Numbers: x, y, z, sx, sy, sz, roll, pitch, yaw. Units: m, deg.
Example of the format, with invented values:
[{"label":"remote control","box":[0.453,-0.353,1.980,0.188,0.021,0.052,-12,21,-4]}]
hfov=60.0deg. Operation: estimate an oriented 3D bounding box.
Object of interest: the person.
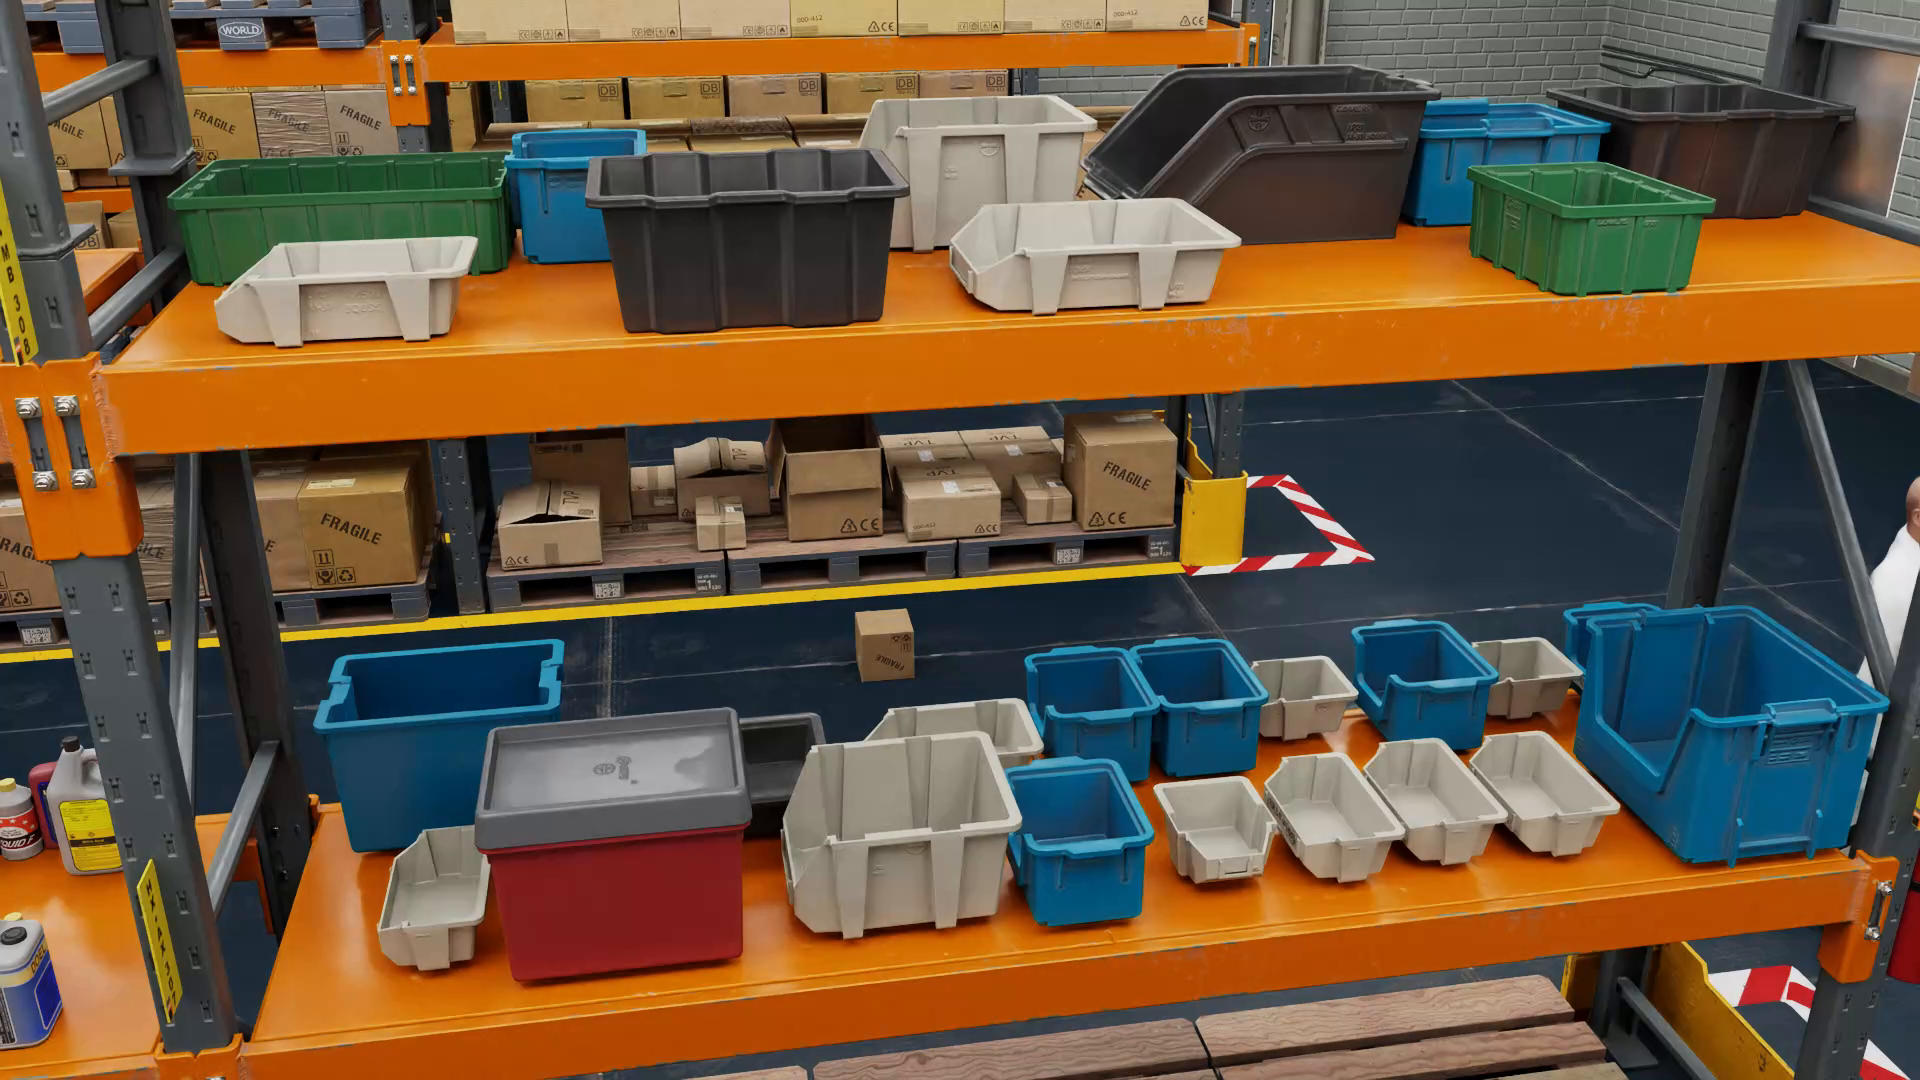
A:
[{"label":"person","box":[3.255,0.605,5.665,0.503,1.794,0.658,19,29,37]}]
